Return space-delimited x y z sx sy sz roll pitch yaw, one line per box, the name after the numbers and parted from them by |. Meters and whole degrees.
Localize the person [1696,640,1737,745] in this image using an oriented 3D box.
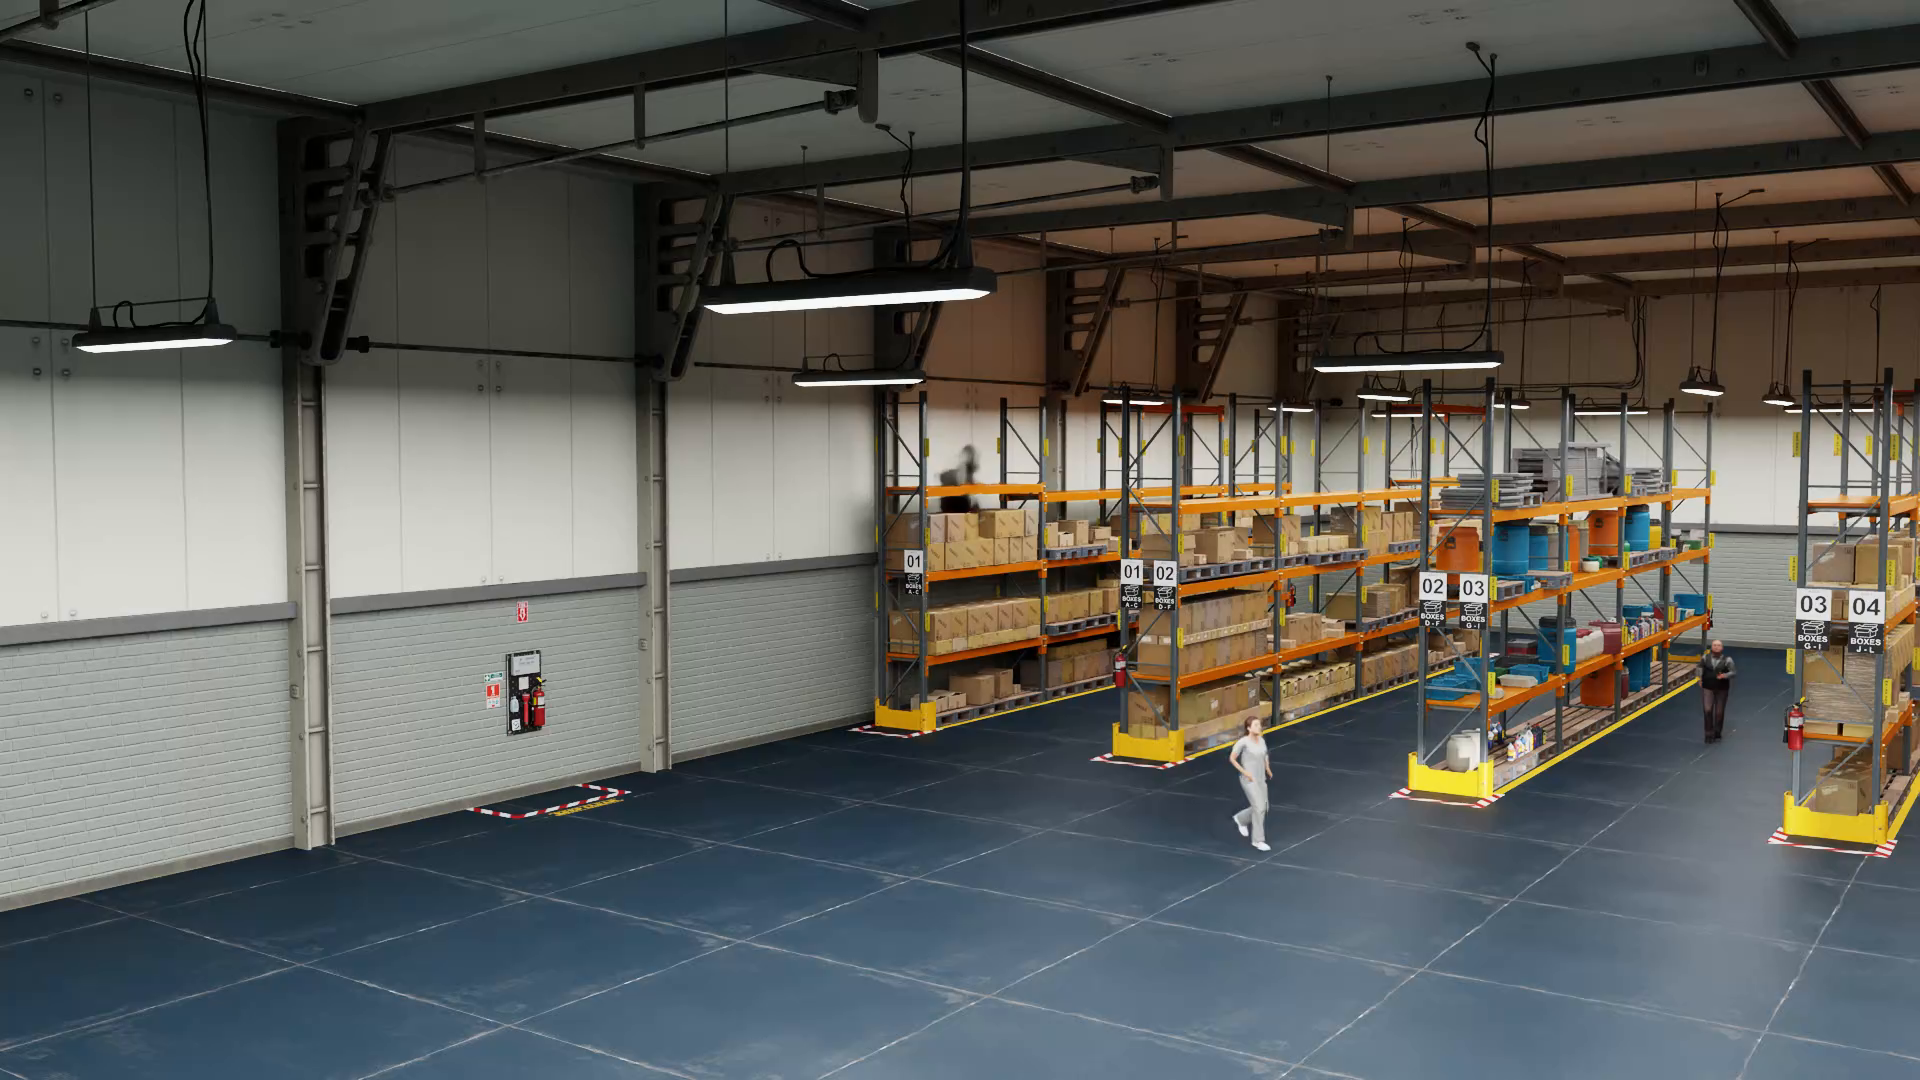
12.827 2.588 28.238 0.648 1.784 0.700 2 4 27 | person

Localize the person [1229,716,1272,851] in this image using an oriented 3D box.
3.635 3.024 20.876 0.574 1.651 0.688 -2 4 -34 | person
